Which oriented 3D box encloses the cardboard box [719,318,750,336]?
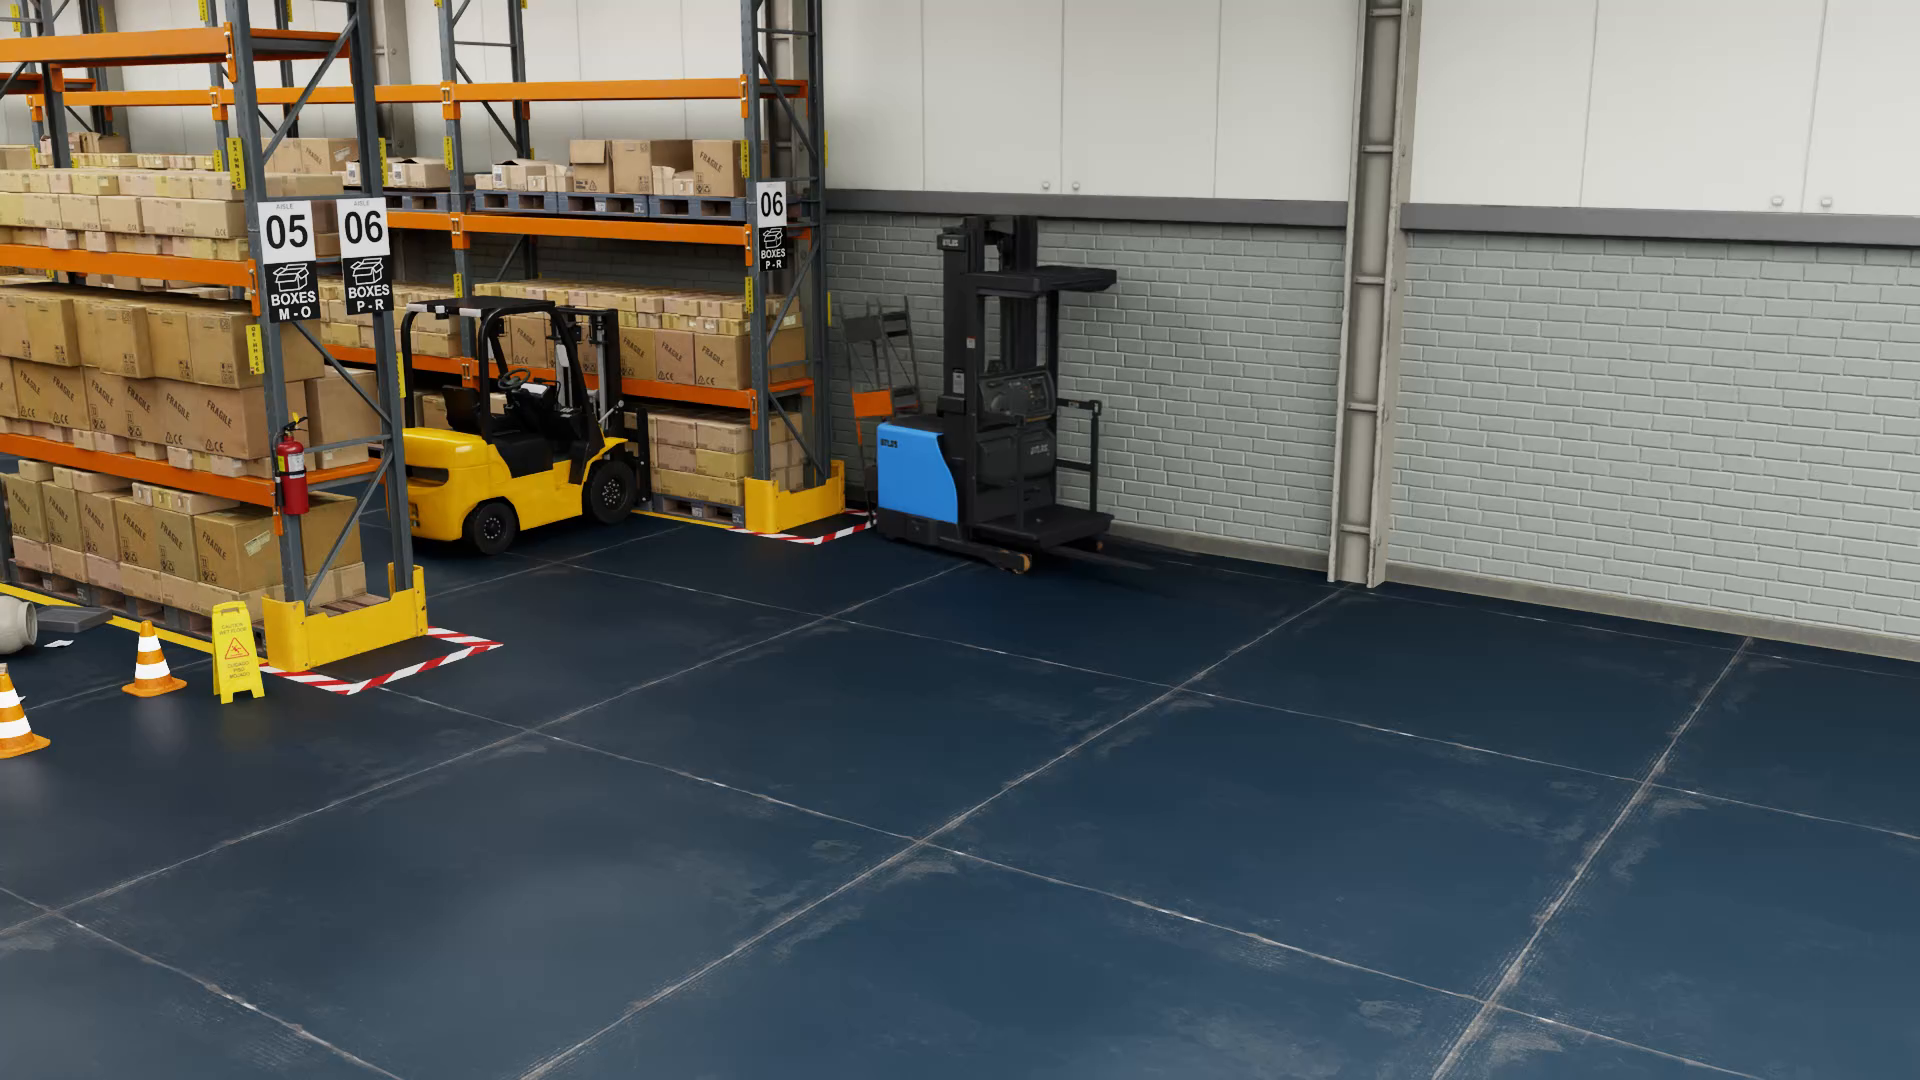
[{"bbox_3d":[-2.037,-2.004,15.546,0.250,0.149,0.380,9,17,34],"label":"cardboard box"}]

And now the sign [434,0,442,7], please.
[{"bbox_3d":[-5.205,-5.481,16.555,0.005,0.325,0.100,9,17,33],"label":"sign"}]

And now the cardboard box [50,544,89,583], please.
[{"bbox_3d":[-6.891,0.137,13.303,0.500,0.250,0.500,10,17,36],"label":"cardboard box"}]

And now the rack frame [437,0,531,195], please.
[{"bbox_3d":[-4.912,-5.099,17.120,0.127,3.000,1.000,9,17,33],"label":"rack frame"}]

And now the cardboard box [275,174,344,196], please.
[{"bbox_3d":[-4.541,-2.469,11.604,0.250,0.149,0.380,9,17,32],"label":"cardboard box"}]

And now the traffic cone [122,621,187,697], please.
[{"bbox_3d":[-5.437,0.771,11.172,0.334,0.463,0.336,9,17,33],"label":"traffic cone"}]

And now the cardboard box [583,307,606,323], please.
[{"bbox_3d":[-3.523,-2.243,16.512,0.250,0.149,0.380,9,16,32],"label":"cardboard box"}]

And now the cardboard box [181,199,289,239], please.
[{"bbox_3d":[-4.935,-2.203,11.356,0.500,0.250,0.500,9,16,32],"label":"cardboard box"}]

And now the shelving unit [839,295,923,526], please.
[{"bbox_3d":[-0.672,-1.203,15.625,0.503,2.100,0.431,-1,10,41],"label":"shelving unit"}]

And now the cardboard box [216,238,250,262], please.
[{"bbox_3d":[-4.813,-1.986,11.311,0.250,0.149,0.380,9,17,33],"label":"cardboard box"}]

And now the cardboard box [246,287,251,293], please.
[{"bbox_3d":[-8.131,-2.985,19.508,0.250,0.149,0.380,10,17,34],"label":"cardboard box"}]

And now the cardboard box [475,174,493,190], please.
[{"bbox_3d":[-4.709,-3.652,16.960,0.250,0.149,0.380,10,17,34],"label":"cardboard box"}]

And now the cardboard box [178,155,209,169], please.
[{"bbox_3d":[-9.090,-4.513,19.860,0.250,0.149,0.380,9,16,31],"label":"cardboard box"}]

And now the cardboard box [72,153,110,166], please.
[{"bbox_3d":[-10.871,-4.770,20.854,0.250,0.149,0.380,9,16,32],"label":"cardboard box"}]

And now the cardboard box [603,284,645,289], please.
[{"bbox_3d":[-3.434,-2.534,17.066,0.250,0.149,0.380,9,16,32],"label":"cardboard box"}]

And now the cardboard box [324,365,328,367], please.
[{"bbox_3d":[-5.030,-1.041,12.384,0.500,0.500,0.500,10,17,35],"label":"cardboard box"}]

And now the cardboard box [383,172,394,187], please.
[{"bbox_3d":[-5.994,-3.860,17.799,0.250,0.149,0.380,9,17,33],"label":"cardboard box"}]

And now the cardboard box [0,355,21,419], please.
[{"bbox_3d":[-7.470,-1.275,13.330,0.500,0.500,0.500,9,17,33],"label":"cardboard box"}]

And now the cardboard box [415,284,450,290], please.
[{"bbox_3d":[-5.900,-2.789,18.715,0.250,0.149,0.380,9,17,33],"label":"cardboard box"}]

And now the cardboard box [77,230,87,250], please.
[{"bbox_3d":[-6.277,-2.232,12.306,0.250,0.149,0.380,9,17,33],"label":"cardboard box"}]

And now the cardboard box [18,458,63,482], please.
[{"bbox_3d":[-7.270,-0.583,13.299,0.250,0.149,0.380,9,17,34],"label":"cardboard box"}]

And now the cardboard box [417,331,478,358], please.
[{"bbox_3d":[-5.477,-2.129,17.921,0.500,0.250,0.500,10,17,34],"label":"cardboard box"}]

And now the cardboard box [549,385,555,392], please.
[{"bbox_3d":[-4.396,-1.514,17.890,0.500,0.250,0.500,10,17,34],"label":"cardboard box"}]

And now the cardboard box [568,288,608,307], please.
[{"bbox_3d":[-3.700,-2.436,16.669,0.250,0.149,0.380,9,17,33],"label":"cardboard box"}]

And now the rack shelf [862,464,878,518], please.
[{"bbox_3d":[-0.577,-0.502,15.715,0.480,0.518,0.431,-1,10,41],"label":"rack shelf"}]

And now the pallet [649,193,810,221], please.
[{"bbox_3d":[-2.166,-3.163,15.728,1.213,0.211,1.003,9,17,33],"label":"pallet"}]

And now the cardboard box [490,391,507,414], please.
[{"bbox_3d":[-4.686,-1.414,17.486,0.500,0.250,0.500,9,16,32],"label":"cardboard box"}]

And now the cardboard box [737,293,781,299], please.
[{"bbox_3d":[-1.938,-2.294,16.097,0.250,0.149,0.380,10,17,35],"label":"cardboard box"}]

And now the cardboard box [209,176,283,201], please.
[{"bbox_3d":[-4.806,-2.368,11.193,0.250,0.149,0.380,9,17,33],"label":"cardboard box"}]

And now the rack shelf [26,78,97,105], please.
[{"bbox_3d":[-13.210,-6.089,22.624,4.000,0.370,1.077,9,17,33],"label":"rack shelf"}]

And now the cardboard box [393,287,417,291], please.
[{"bbox_3d":[-6.192,-2.682,18.285,0.250,0.149,0.380,9,16,31],"label":"cardboard box"}]

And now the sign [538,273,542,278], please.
[{"bbox_3d":[-4.604,-2.756,18.175,0.005,0.325,0.100,9,17,33],"label":"sign"}]

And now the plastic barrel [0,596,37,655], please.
[{"bbox_3d":[-6.919,0.615,11.883,0.512,0.421,0.421,-4,14,-16],"label":"plastic barrel"}]

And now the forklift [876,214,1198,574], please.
[{"bbox_3d":[0.650,-1.279,14.317,3.031,2.935,1.130,13,19,42],"label":"forklift"}]

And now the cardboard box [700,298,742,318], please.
[{"bbox_3d":[-2.230,-2.191,15.681,0.250,0.149,0.380,9,17,33],"label":"cardboard box"}]

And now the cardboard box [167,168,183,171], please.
[{"bbox_3d":[-9.299,-4.403,20.034,0.250,0.149,0.380,9,17,33],"label":"cardboard box"}]

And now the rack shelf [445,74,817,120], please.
[{"bbox_3d":[-3.253,-4.287,16.171,4.000,0.370,1.077,9,17,33],"label":"rack shelf"}]

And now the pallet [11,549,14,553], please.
[{"bbox_3d":[-8.326,0.053,14.596,1.213,0.211,1.003,9,17,33],"label":"pallet"}]

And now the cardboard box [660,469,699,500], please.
[{"bbox_3d":[-2.567,-0.588,16.231,0.500,0.250,0.500,9,17,33],"label":"cardboard box"}]

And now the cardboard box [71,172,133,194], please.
[{"bbox_3d":[-6.264,-2.618,12.205,0.250,0.149,0.380,10,17,34],"label":"cardboard box"}]

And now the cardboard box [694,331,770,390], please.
[{"bbox_3d":[-2.148,-1.712,15.717,0.500,0.500,0.500,9,16,32],"label":"cardboard box"}]

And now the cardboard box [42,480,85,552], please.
[{"bbox_3d":[-6.890,-0.227,13.213,0.500,0.500,0.500,10,17,35],"label":"cardboard box"}]

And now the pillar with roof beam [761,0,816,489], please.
[{"bbox_3d":[-4.071,-3.977,12.589,0.400,9.000,9.100,9,17,33],"label":"pillar with roof beam"}]

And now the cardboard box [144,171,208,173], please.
[{"bbox_3d":[-5.955,-2.730,12.656,0.250,0.149,0.380,9,17,34],"label":"cardboard box"}]

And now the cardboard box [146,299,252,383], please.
[{"bbox_3d":[-5.322,-1.433,11.887,0.500,0.500,0.700,9,17,33],"label":"cardboard box"}]

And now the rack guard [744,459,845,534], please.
[{"bbox_3d":[-1.573,-0.434,15.961,0.348,0.500,1.175,9,17,33],"label":"rack guard"}]

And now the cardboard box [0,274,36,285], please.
[{"bbox_3d":[-12.940,-3.484,22.777,0.500,0.250,0.500,9,17,32],"label":"cardboard box"}]

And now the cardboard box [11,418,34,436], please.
[{"bbox_3d":[-7.359,-0.945,13.347,0.250,0.149,0.380,10,17,34],"label":"cardboard box"}]

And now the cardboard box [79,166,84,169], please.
[{"bbox_3d":[-10.902,-4.620,20.867,0.250,0.149,0.380,9,17,34],"label":"cardboard box"}]

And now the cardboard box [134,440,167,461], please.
[{"bbox_3d":[-5.891,-0.703,12.371,0.250,0.149,0.380,9,17,32],"label":"cardboard box"}]

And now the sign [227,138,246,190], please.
[{"bbox_3d":[-4.687,-2.438,10.771,0.005,0.325,0.100,9,17,33],"label":"sign"}]

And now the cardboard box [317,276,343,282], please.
[{"bbox_3d":[-7.388,-3.023,19.663,0.250,0.149,0.380,9,17,33],"label":"cardboard box"}]

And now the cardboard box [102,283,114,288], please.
[{"bbox_3d":[-10.612,-3.135,21.079,0.258,0.266,0.396,10,17,36],"label":"cardboard box"}]

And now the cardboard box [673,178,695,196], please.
[{"bbox_3d":[-2.450,-3.287,15.485,0.250,0.149,0.380,9,16,31],"label":"cardboard box"}]
